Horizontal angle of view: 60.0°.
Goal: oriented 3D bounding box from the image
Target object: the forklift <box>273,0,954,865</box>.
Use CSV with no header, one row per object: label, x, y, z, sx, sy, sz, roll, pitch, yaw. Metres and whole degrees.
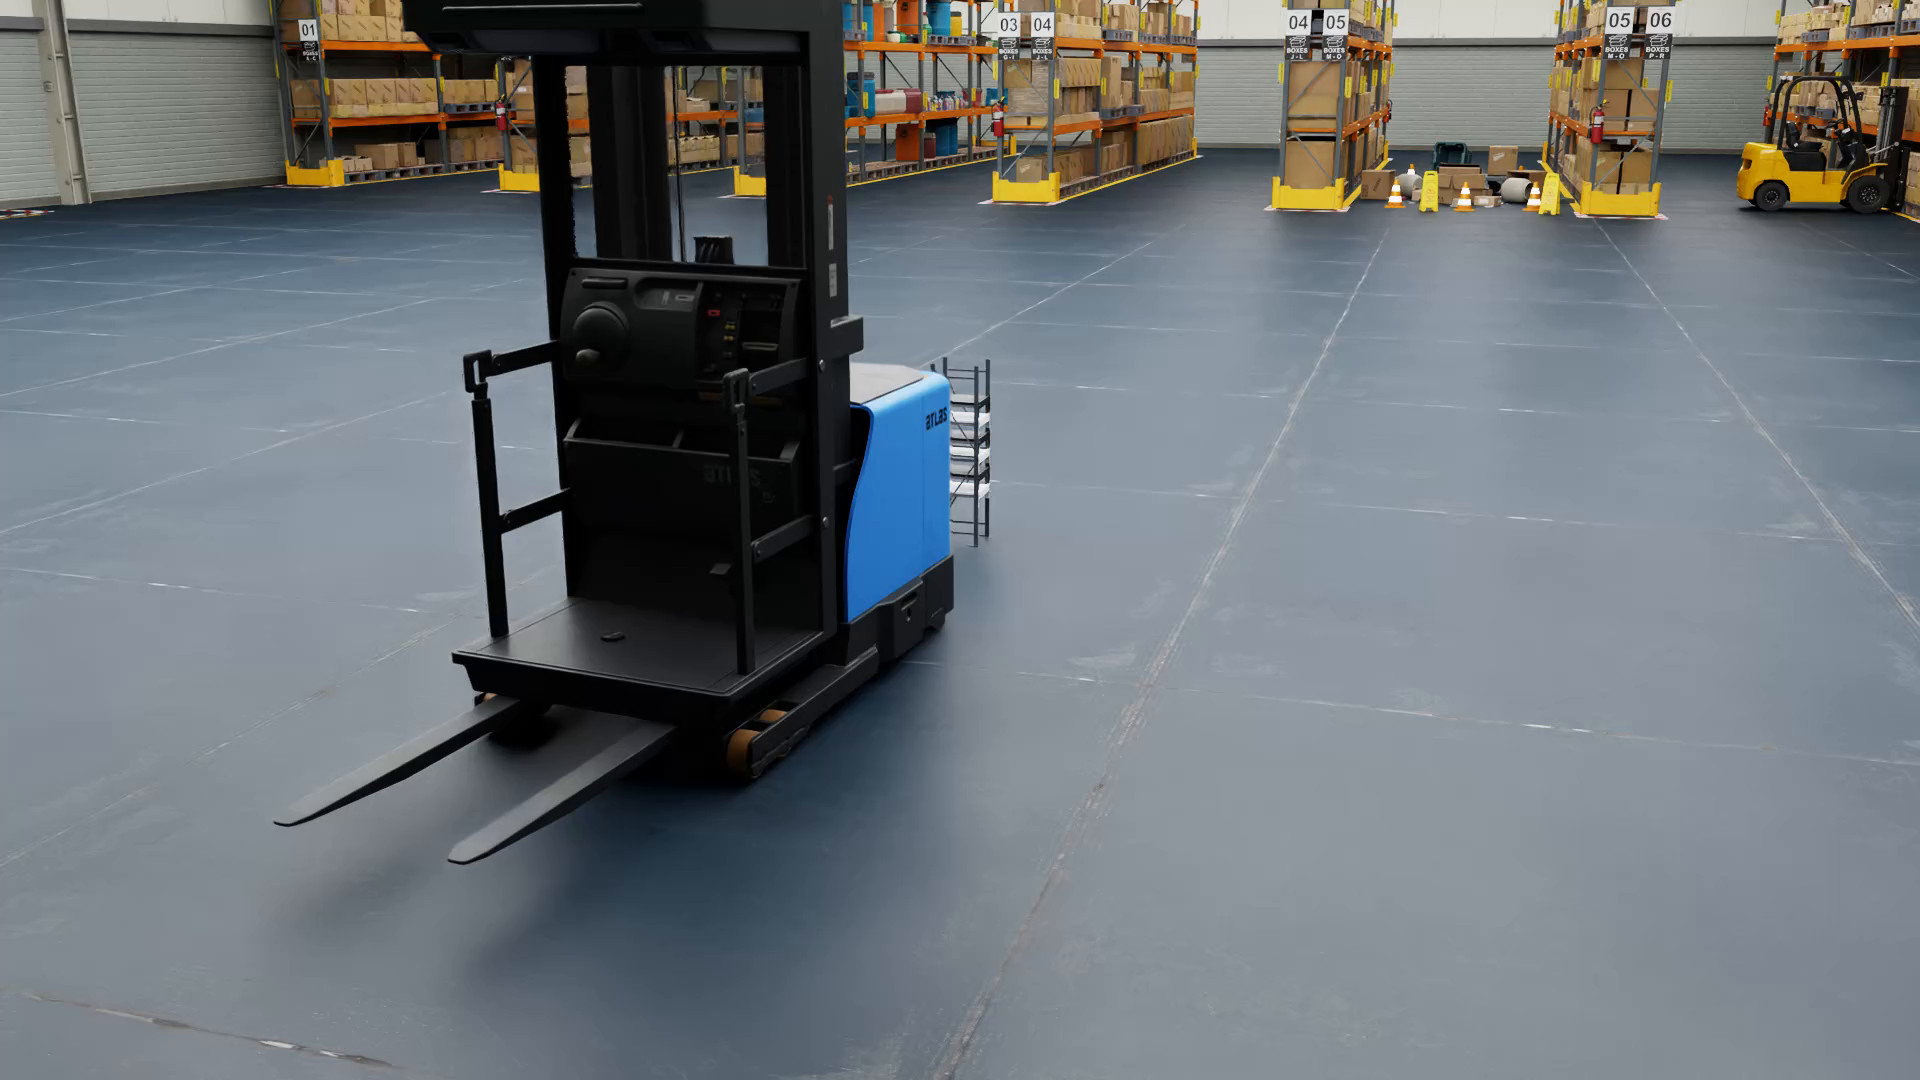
forklift,-1.058,-0.745,5.586,1.130,2.935,3.031,6,17,22

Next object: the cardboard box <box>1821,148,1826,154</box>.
cardboard box,17.756,-7.679,33.716,0.500,0.500,0.500,4,16,15

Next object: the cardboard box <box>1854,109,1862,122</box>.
cardboard box,16.893,-7.850,30.785,0.500,0.250,0.500,5,17,18

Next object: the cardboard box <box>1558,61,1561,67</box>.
cardboard box,14.356,-11.266,39.348,0.380,0.149,0.250,4,16,15

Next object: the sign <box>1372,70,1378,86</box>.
sign,8.688,-9.678,34.831,0.100,0.325,0.005,5,16,16

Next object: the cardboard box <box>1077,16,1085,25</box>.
cardboard box,2.107,-9.638,30.859,0.380,0.149,0.250,5,17,18

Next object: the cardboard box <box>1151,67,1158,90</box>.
cardboard box,4.185,-10.805,38.905,0.797,0.503,0.637,5,17,16

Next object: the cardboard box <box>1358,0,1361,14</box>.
cardboard box,6.837,-9.469,29.497,0.500,0.250,0.500,4,16,15

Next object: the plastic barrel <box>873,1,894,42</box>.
plastic barrel,-1.762,-11.445,36.766,0.600,0.901,0.600,0,16,0

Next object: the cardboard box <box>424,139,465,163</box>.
cardboard box,-11.762,-8.883,37.925,0.700,0.500,0.500,5,17,18

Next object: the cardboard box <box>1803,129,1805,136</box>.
cardboard box,18.528,-8.845,36.094,0.380,0.149,0.250,4,16,15

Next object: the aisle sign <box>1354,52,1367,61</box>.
aisle sign,10.162,-12.549,42.312,0.394,0.787,0.004,5,16,16

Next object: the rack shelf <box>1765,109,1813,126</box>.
rack shelf,19.395,-9.645,38.157,1.077,0.370,4.000,5,16,16

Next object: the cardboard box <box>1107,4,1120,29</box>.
cardboard box,2.787,-10.584,33.693,0.797,0.503,0.637,5,17,18

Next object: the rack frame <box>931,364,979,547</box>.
rack frame,-0.027,-0.408,8.120,0.240,0.900,0.006,5,16,16

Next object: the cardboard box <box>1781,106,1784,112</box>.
cardboard box,19.138,-9.926,38.286,0.380,0.149,0.250,5,17,17

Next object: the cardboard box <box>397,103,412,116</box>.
cardboard box,-12.077,-9.208,35.533,0.500,0.250,0.500,5,16,16

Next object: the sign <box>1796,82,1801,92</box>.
sign,18.304,-9.925,36.237,0.100,0.325,0.005,5,16,16

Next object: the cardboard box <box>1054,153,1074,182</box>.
cardboard box,1.883,-7.107,31.699,0.500,0.500,0.500,3,16,11

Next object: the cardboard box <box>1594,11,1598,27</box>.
cardboard box,10.972,-8.781,28.025,0.500,0.250,0.500,5,17,16

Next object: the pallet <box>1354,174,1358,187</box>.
pallet,7.510,-7.303,33.690,1.003,0.211,1.213,5,16,16

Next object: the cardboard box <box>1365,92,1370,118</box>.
cardboard box,8.142,-8.942,34.176,0.500,0.500,0.500,5,16,16

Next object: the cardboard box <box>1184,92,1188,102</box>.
cardboard box,5.530,-11.325,42.490,0.500,0.250,0.500,4,16,14

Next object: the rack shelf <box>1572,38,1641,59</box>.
rack shelf,12.362,-9.379,31.722,1.077,0.370,4.000,5,16,16

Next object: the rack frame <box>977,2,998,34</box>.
rack frame,0.953,-14.937,44.502,1.000,3.000,0.127,5,16,16

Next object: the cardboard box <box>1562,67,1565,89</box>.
cardboard box,13.548,-10.153,36.613,0.500,0.500,0.500,5,16,16

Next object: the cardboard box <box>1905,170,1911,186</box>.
cardboard box,15.535,-5.867,26.871,0.500,0.250,0.500,4,16,15

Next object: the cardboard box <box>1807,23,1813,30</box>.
cardboard box,18.254,-10.928,35.372,0.380,0.149,0.250,5,17,16

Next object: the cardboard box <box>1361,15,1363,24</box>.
cardboard box,7.150,-9.503,30.347,0.380,0.149,0.250,5,17,17

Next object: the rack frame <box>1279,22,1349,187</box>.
rack frame,5.882,-7.070,27.759,1.000,3.000,0.127,5,16,16

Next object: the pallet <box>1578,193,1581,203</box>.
pallet,11.291,-5.919,28.811,1.003,0.211,1.213,5,16,16

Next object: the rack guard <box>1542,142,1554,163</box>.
rack guard,15.210,-9.702,41.620,1.175,0.500,0.348,5,16,16

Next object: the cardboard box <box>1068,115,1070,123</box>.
cardboard box,1.813,-7.744,30.595,0.380,0.149,0.250,5,16,16

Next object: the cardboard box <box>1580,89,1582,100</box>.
cardboard box,11.704,-8.291,30.566,0.500,0.500,0.500,4,16,15

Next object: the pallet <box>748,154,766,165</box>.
pallet,-5.471,-9.512,41.480,1.003,0.211,1.213,5,16,16

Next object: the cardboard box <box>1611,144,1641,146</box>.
cardboard box,11.882,-6.824,29.785,0.500,0.500,0.500,4,16,15

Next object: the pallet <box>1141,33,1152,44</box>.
pallet,3.561,-11.099,36.812,1.213,0.211,1.003,5,17,18

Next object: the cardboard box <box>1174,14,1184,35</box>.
cardboard box,5.172,-12.838,41.459,0.700,0.500,0.500,5,17,18

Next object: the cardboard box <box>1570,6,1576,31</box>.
cardboard box,13.029,-10.773,34.363,0.700,0.500,0.500,4,16,13

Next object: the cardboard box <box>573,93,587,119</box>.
cardboard box,-7.906,-8.687,33.276,0.700,0.500,0.500,5,17,16

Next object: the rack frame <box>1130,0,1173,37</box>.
rack frame,4.565,-13.507,39.458,1.000,3.000,0.127,5,16,16

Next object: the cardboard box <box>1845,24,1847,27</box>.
cardboard box,17.652,-10.162,32.708,0.380,0.149,0.250,4,16,15

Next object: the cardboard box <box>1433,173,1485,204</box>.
cardboard box,8.728,-6.168,29.152,0.797,0.503,0.637,-7,17,-23

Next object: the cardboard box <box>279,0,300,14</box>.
cardboard box,-13.220,-10.748,33.178,0.500,0.500,0.500,5,17,18

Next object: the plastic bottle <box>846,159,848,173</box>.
plastic bottle,-2.364,-7.658,33.881,0.144,0.351,0.185,4,16,14

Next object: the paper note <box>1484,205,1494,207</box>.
paper note,9.017,-5.686,28.320,0.148,0.019,0.142,-1,16,-3

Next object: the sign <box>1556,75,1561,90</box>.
sign,13.534,-10.349,37.589,0.100,0.325,0.005,5,16,16

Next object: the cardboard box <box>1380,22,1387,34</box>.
cardboard box,9.659,-11.928,38.749,0.500,0.250,0.500,5,17,18

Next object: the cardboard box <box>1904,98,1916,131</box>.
cardboard box,15.739,-6.928,27.073,0.500,0.500,0.500,5,17,16

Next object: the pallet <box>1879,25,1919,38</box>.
pallet,16.791,-8.958,29.269,0.805,0.209,1.217,4,16,14

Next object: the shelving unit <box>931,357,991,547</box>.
shelving unit,0.002,-0.435,8.214,0.258,0.900,0.210,5,16,16
